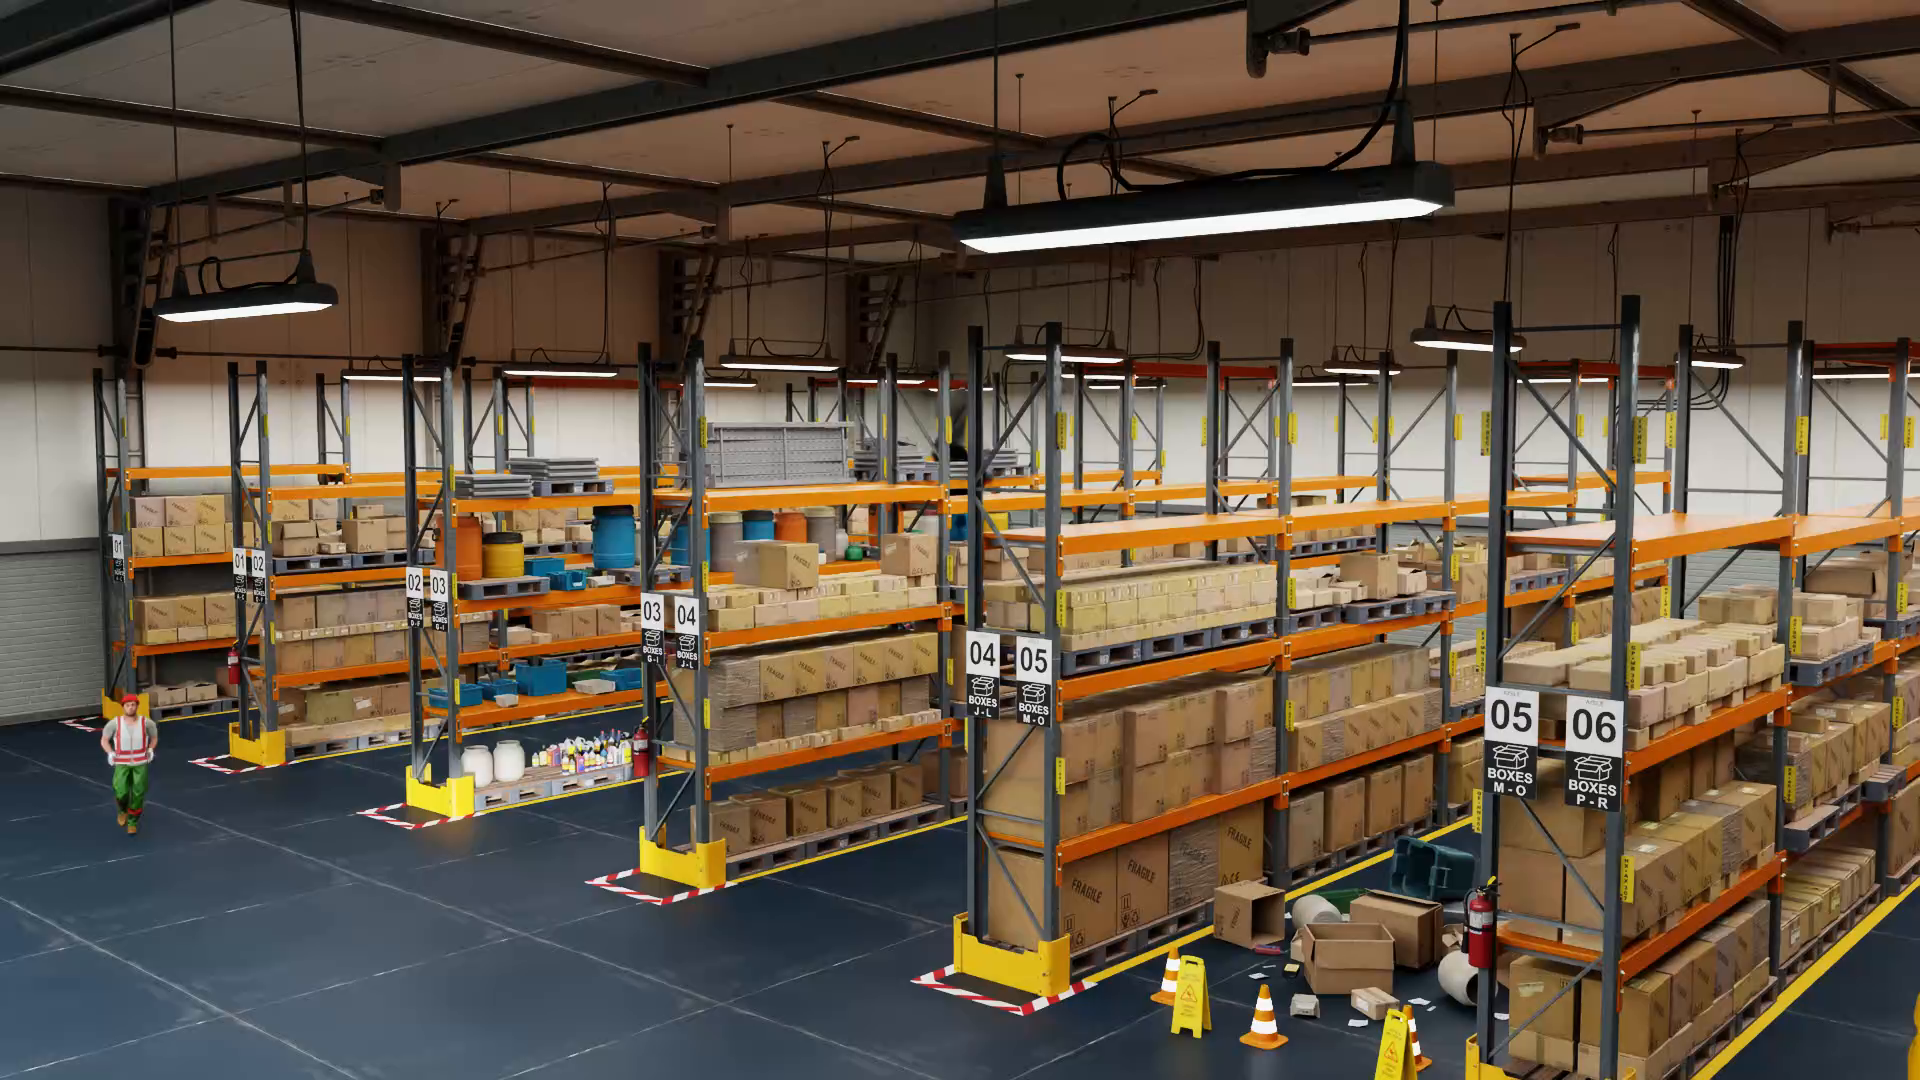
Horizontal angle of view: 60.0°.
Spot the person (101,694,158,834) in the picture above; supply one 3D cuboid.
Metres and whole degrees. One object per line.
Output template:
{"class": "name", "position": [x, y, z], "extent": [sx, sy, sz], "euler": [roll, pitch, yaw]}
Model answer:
{"class": "person", "position": [-10.273, 2.774, 20.608], "extent": [0.633, 1.738, 0.580], "euler": [-2, 5, -30]}

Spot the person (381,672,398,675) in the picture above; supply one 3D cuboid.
{"class": "person", "position": [-9.866, 2.251, 28.815], "extent": [0.578, 1.639, 0.791], "euler": [2, 5, 26]}

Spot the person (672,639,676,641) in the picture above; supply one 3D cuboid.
{"class": "person", "position": [-5.611, 1.855, 33.036], "extent": [0.674, 1.761, 0.643], "euler": [4, 6, 42]}
